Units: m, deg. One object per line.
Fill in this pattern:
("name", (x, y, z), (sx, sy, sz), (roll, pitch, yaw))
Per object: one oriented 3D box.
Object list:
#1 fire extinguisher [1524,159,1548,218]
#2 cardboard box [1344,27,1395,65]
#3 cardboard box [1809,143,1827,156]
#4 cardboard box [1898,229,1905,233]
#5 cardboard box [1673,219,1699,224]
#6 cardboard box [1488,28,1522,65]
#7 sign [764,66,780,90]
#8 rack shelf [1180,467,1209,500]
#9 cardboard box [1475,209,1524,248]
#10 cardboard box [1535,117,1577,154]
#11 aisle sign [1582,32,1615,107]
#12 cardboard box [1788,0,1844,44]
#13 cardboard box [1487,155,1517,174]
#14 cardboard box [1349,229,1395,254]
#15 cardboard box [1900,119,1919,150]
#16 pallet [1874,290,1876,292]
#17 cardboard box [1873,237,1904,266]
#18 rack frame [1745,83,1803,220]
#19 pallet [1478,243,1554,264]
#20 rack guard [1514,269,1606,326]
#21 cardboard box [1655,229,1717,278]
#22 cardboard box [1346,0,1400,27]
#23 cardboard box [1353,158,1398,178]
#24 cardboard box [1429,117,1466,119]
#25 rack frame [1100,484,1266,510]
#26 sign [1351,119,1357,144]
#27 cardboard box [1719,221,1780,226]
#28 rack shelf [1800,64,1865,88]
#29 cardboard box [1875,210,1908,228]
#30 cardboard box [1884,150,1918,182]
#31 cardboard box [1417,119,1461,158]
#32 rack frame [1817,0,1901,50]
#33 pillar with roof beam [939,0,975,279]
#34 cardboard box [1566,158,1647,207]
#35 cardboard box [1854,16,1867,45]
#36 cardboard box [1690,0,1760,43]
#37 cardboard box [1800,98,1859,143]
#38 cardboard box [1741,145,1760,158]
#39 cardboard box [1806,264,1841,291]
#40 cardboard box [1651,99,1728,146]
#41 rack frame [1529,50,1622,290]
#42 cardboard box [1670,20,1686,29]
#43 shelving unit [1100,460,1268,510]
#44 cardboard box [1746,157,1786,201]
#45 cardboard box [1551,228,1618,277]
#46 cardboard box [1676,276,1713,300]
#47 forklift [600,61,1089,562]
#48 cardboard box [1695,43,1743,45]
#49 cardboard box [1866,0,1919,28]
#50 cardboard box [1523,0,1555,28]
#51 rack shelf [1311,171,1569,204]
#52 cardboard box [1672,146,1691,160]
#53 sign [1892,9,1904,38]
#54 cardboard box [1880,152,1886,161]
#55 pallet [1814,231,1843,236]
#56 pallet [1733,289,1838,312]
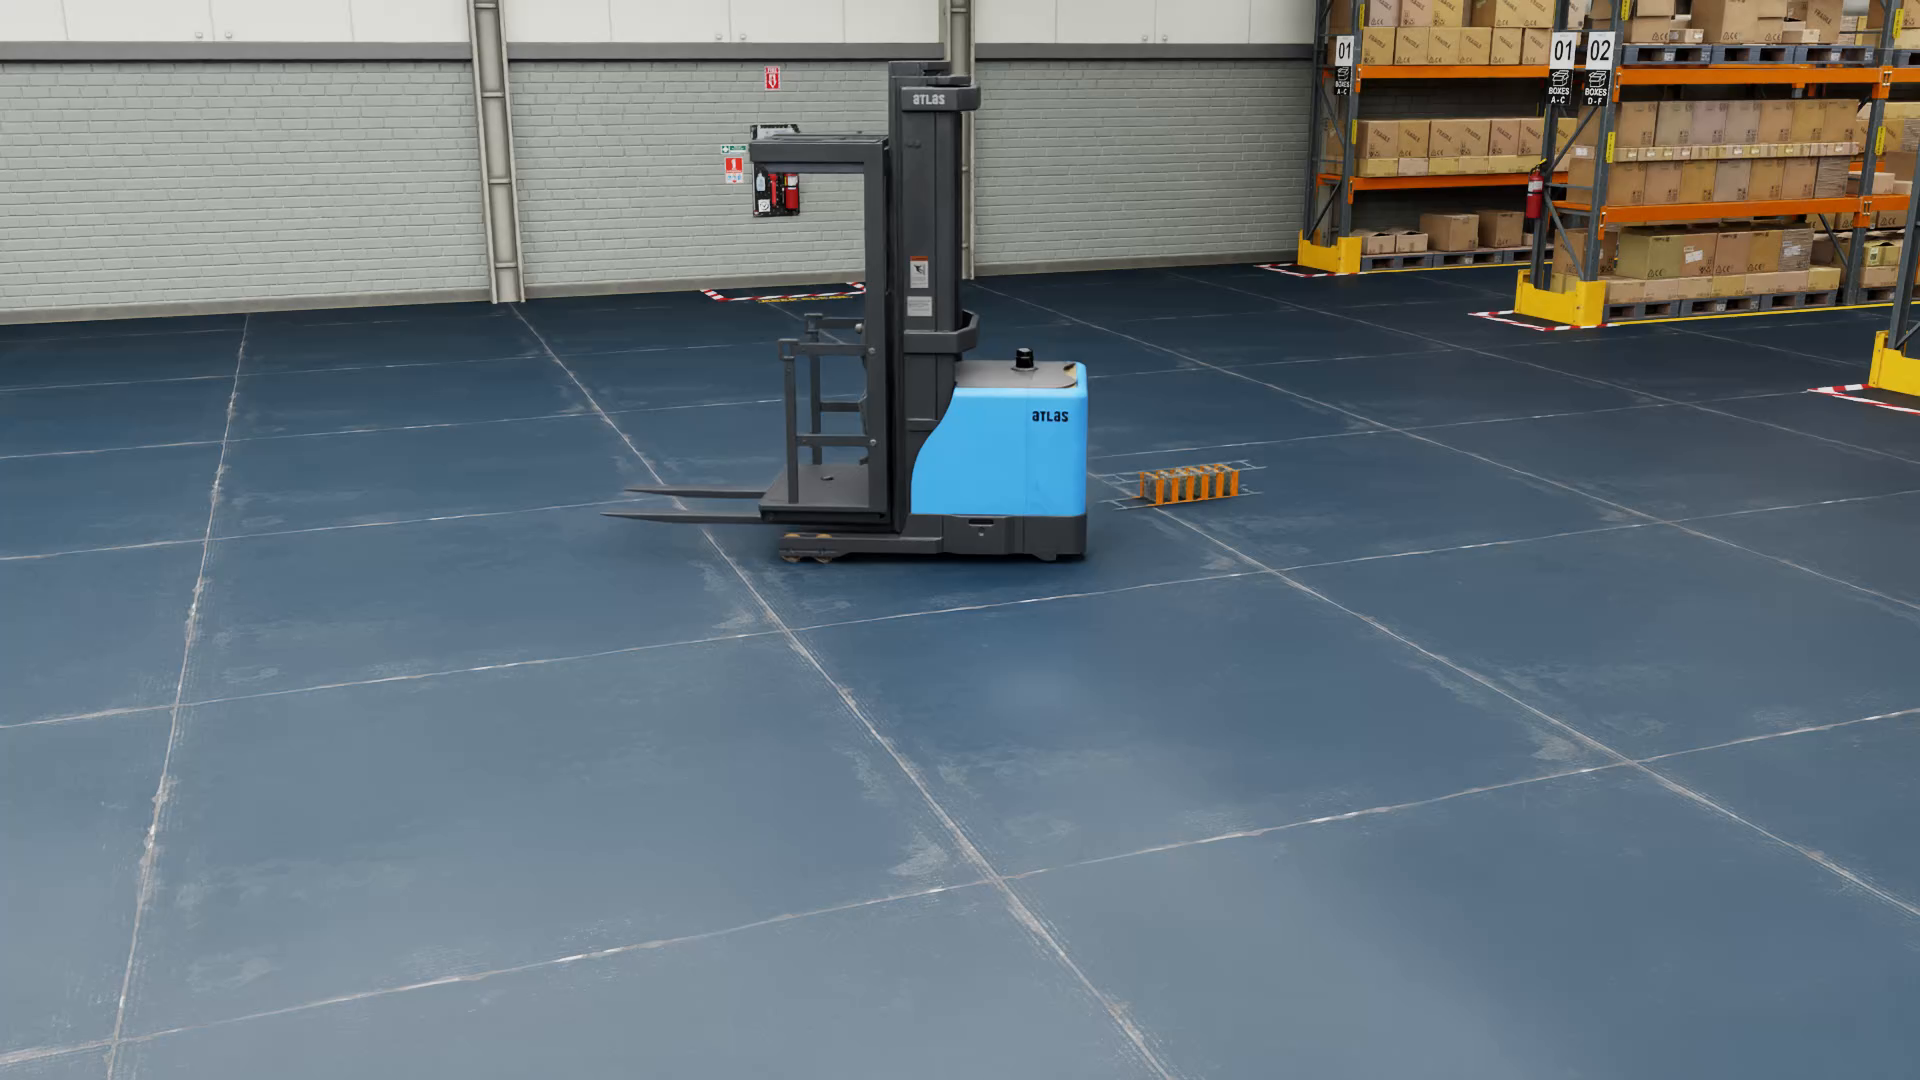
("fire extinguisher", (6.715, -4.104, 19.388), (0.183, 0.674, 0.296), (-6, 17, -20))
("cardboard box", (5.618, -6.799, 22.890), (0.500, 0.500, 0.500), (-6, 17, -19))
("cardboard box", (10.075, -4.658, 19.809), (0.250, 0.149, 0.380), (-7, 18, -22))
("cardboard box", (12.424, -3.855, 21.543), (0.500, 0.311, 0.500), (-6, 18, -21))
("cardboard box", (11.056, -4.987, 25.913), (0.500, 0.500, 0.700), (-6, 17, -20))
("cardboard box", (7.587, -7.005, 23.591), (0.500, 0.500, 0.500), (-7, 18, -22))
("sign", (-2.407, -5.926, 21.340), (0.199, 0.298, 0.001), (-6, 17, -20))
("rack shelf", (1.632, -0.397, 11.603), (0.103, 0.180, 0.258), (-7, 18, -23))
("cardboard box", (7.996, -4.634, 24.710), (0.500, 0.500, 0.500), (-8, 18, -24))
("cardboard box", (8.620, -5.906, 24.285), (0.500, 0.500, 0.500), (-6, 17, -20))
("aisle sign", (7.040, -5.191, 18.338), (0.004, 0.787, 0.394), (-6, 17, -20))
("cardboard box", (10.162, -6.209, 19.923), (0.500, 0.500, 0.500), (-5, 17, -16))
("cardboard box", (7.685, -5.445, 24.046), (0.500, 0.250, 0.500), (-6, 17, -20))
("cardboard box", (5.894, -4.301, 23.913), (0.500, 0.311, 0.500), (-8, 18, -26))
("cardboard box", (15.135, -6.529, 26.767), (0.500, 0.500, 0.500), (-6, 17, -20))
("pallet", (12.542, -3.305, 21.478), (1.213, 0.211, 1.003), (-6, 17, -20))
("cardboard box", (11.671, -3.611, 20.710), (0.500, 0.311, 0.500), (-6, 18, -21))
("rack frame", (12.686, -6.141, 26.185), (0.127, 3.000, 1.000), (-6, 17, -20))
("pallet", (8.337, -4.322, 24.943), (1.213, 0.211, 1.003), (-6, 17, -20))
("rack guard", (6.969, -2.829, 19.346), (0.348, 0.500, 1.175), (-6, 17, -20))
("cardboard box", (8.501, -3.373, 19.566), (0.500, 0.500, 0.500), (-6, 17, -20))
("cardboard box", (5.662, -7.286, 22.773), (0.500, 0.500, 0.500), (-8, 18, -24))
("cardboard box", (5.785, -5.237, 23.340), (0.500, 0.250, 0.500), (-7, 18, -22))
("cardboard box", (7.005, -5.887, 24.222), (0.500, 0.500, 0.500), (-6, 17, -19))
("rack frame", (1.562, -0.301, 11.599), (1.200, 0.006, 0.240), (-7, 18, -23))
("sign", (5.410, -5.607, 22.831), (0.005, 0.325, 0.100), (-6, 17, -20))
("cardboard box", (9.718, -3.660, 20.540), (0.500, 0.500, 0.500), (-6, 17, -20))
("rack shelf", (14.554, -7.436, 26.551), (4.000, 0.370, 1.077), (-6, 17, -20))
("cardboard box", (15.032, -5.524, 27.155), (0.750, 0.750, 0.750), (-6, 17, -18))
("cardboard box", (11.942, -4.609, 20.791), (0.500, 0.500, 0.500), (-5, 17, -16))
("cardboard box", (6.719, -5.698, 23.579), (0.500, 0.500, 0.500), (-7, 18, -22))
("rack frame", (10.727, -7.313, 19.530), (0.127, 3.000, 1.000), (-6, 17, -20))
("pillar with roof beam", (1.498, -6.773, 17.692), (0.400, 9.000, 9.100), (-6, 17, -20))
("cardboard box", (7.432, -4.123, 19.136), (0.500, 0.500, 0.700), (-6, 17, -20))
("cardboard box", (14.116, -8.023, 26.312), (0.500, 0.500, 0.700), (-5, 17, -17))
("cardboard box", (8.640, -5.882, 18.811), (0.500, 0.500, 0.500), (-6, 17, -20))
("cardboard box", (10.315, -5.058, 20.020), (0.500, 0.500, 0.700), (-6, 17, -20))
("cardboard box", (9.117, -4.555, 19.456), (0.250, 0.149, 0.380), (-6, 17, -18))
("cardboard box", (10.372, -3.212, 20.348), (0.500, 0.250, 0.500), (-6, 17, -20))
("cardboard box", (8.441, -4.856, 19.331), (0.500, 0.500, 0.700), (-6, 17, -20))
("rack frame", (6.992, -4.031, 19.002), (0.127, 3.000, 1.000), (-6, 17, -20))
("cardboard box", (7.973, -5.853, 19.153), (0.500, 0.250, 0.500), (-6, 17, -20))
("shelving unit", (1.563, -0.388, 11.573), (1.200, 0.189, 0.258), (-7, 18, -23))
("cardboard box", (9.355, -4.332, 19.847), (0.500, 0.500, 0.700), (-6, 17, -19))
("cardboard box", (7.386, -3.405, 19.675), (0.500, 0.500, 0.500), (-6, 17, -20))
("cardboard box", (8.505, -3.011, 19.661), (0.500, 0.250, 0.500), (-6, 17, -20))
("forklift", (-0.714, -1.421, 10.235), (3.031, 2.935, 1.130), (1, 16, 3))
("cardboard box", (11.442, -7.533, 25.383), (0.637, 0.503, 0.797), (-4, 17, -12))
("cardboard box", (11.317, -6.415, 19.985), (0.500, 0.500, 0.500), (-6, 17, -19))
("cardboard box", (8.069, -7.534, 23.618), (0.500, 0.500, 0.500), (-5, 17, -17))
("rack shelf", (7.083, -5.191, 24.227), (4.000, 0.370, 1.077), (-6, 17, -20))
("cardboard box", (8.151, -4.450, 19.100), (0.250, 0.149, 0.380), (-6, 18, -21))
("sign", (10.927, -6.014, 19.372), (0.005, 0.325, 0.100), (-6, 17, -20))
("cardboard box", (14.753, -6.184, 26.744), (0.250, 0.149, 0.380), (-6, 17, -18))
("pallet", (13.449, -4.862, 26.781), (1.213, 0.211, 1.003), (-6, 17, -20))
("pallet", (9.969, -3.027, 20.532), (1.213, 0.211, 1.003), (-6, 17, -20))
